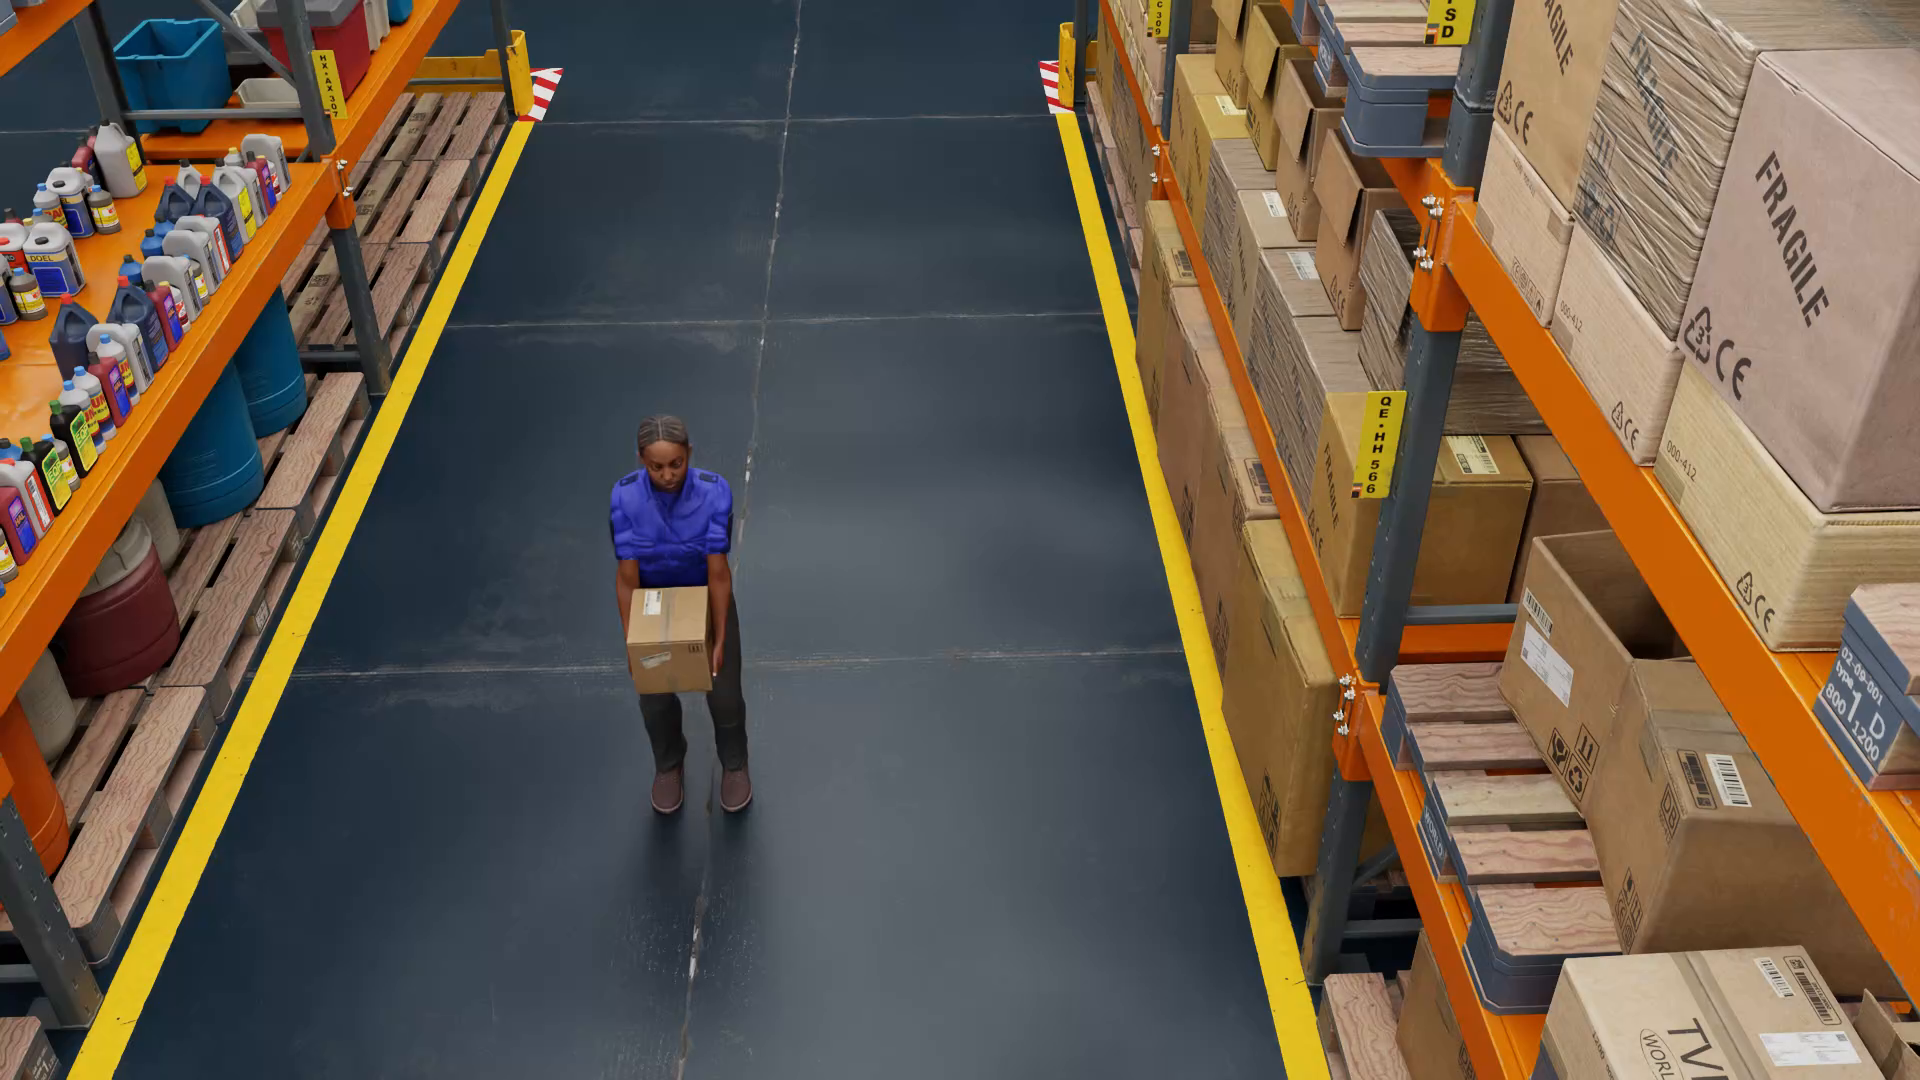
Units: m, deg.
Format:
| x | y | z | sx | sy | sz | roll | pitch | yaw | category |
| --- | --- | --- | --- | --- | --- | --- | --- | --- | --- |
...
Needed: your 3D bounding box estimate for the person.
| x | y | z | sx | sy | sz | roll | pitch | yaw | category |
| --- | --- | --- | --- | --- | --- | --- | --- | --- | --- |
| -0.956 | 0.303 | 5.738 | 0.413 | 1.652 | 0.523 | -2 | 36 | -3 | person |
